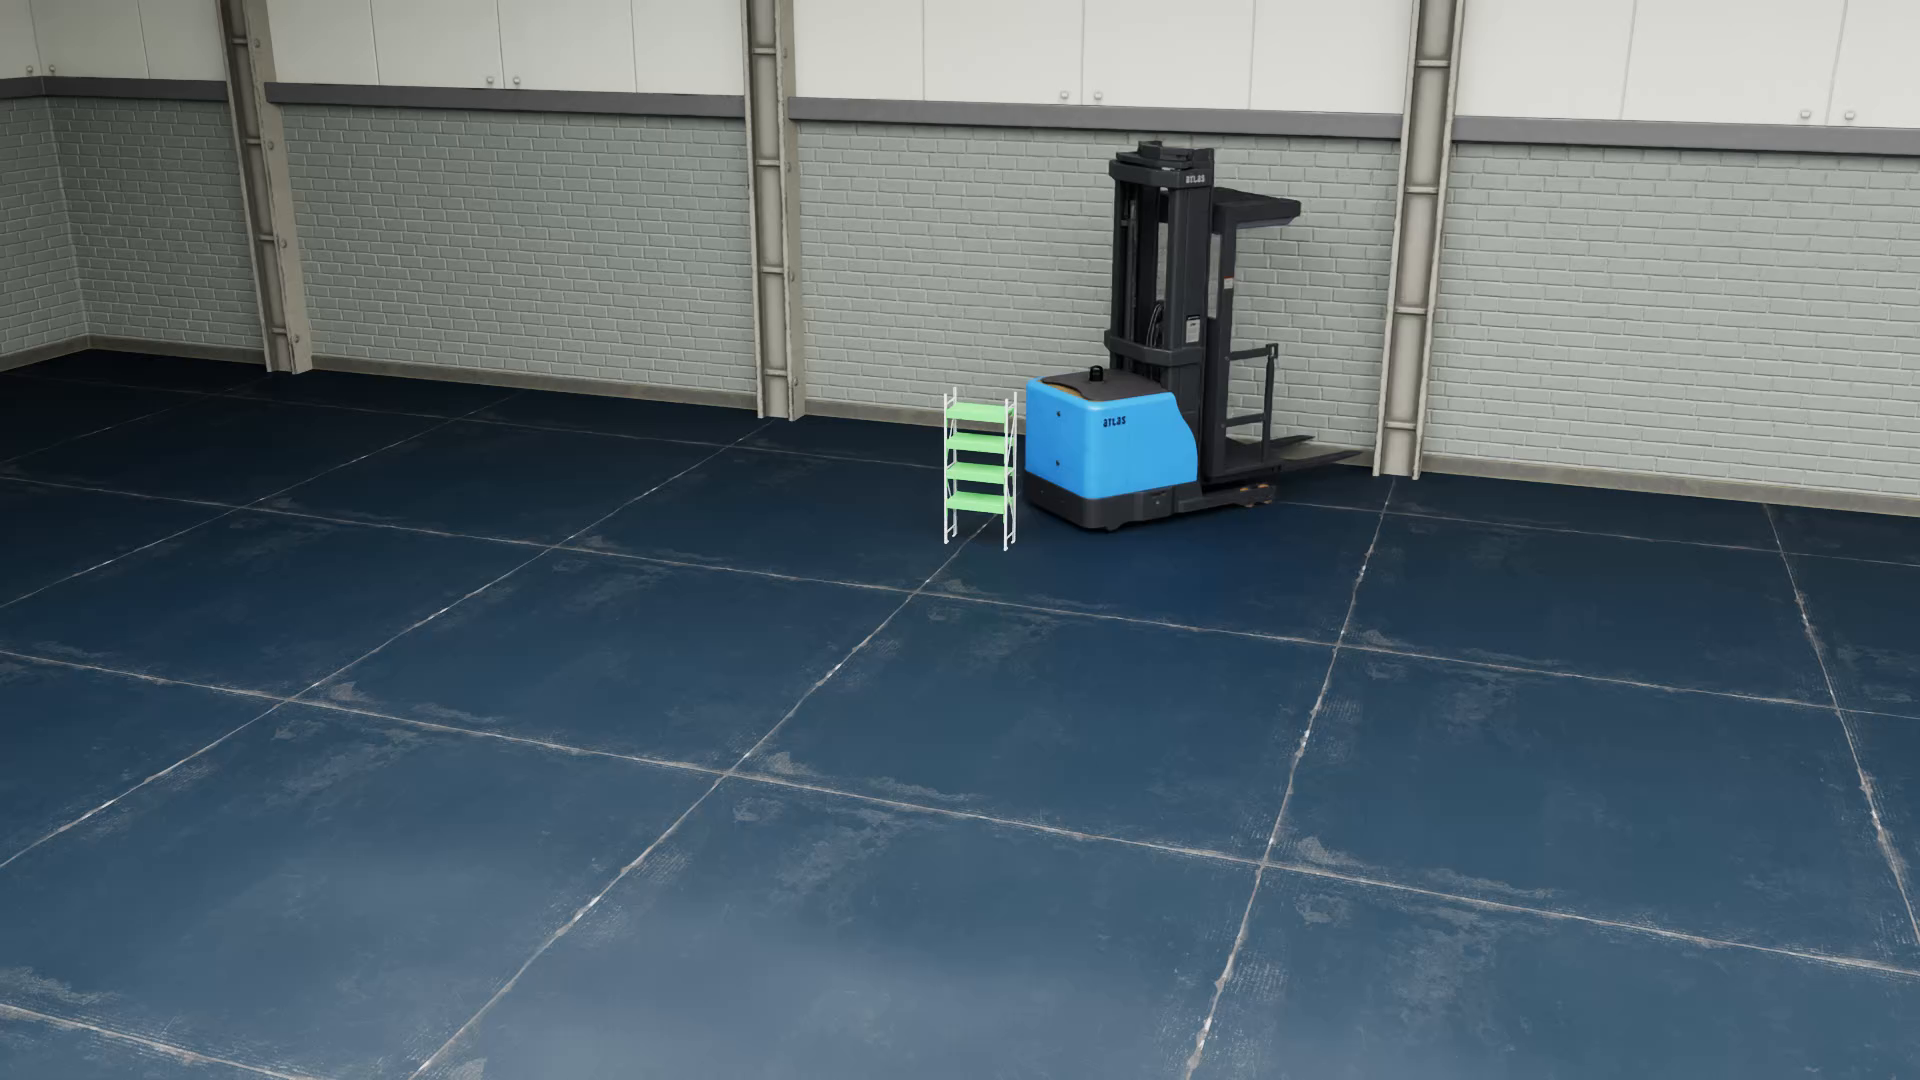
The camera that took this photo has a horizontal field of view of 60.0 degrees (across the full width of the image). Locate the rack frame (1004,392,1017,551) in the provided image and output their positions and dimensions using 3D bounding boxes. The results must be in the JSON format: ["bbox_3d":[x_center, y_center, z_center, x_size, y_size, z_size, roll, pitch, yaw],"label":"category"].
[{"bbox_3d":[0.387,-0.522,12.752,0.015,1.200,0.240,7,20,18],"label":"rack frame"}]

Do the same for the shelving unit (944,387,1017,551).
[{"bbox_3d":[0.156,-0.549,12.827,0.503,1.200,0.258,7,20,18],"label":"shelving unit"}]

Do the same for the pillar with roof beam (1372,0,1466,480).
[{"bbox_3d":[2.473,-3.508,9.470,0.400,9.000,9.100,7,20,18],"label":"pillar with roof beam"}]

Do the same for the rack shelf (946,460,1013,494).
[{"bbox_3d":[0.156,-0.488,12.848,0.480,0.148,0.258,7,20,18],"label":"rack shelf"}]

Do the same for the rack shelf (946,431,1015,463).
[{"bbox_3d":[0.156,-0.715,12.769,0.480,0.148,0.258,7,20,18],"label":"rack shelf"}]

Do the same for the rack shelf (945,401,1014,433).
[{"bbox_3d":[0.156,-0.942,12.690,0.480,0.148,0.258,7,20,18],"label":"rack shelf"}]

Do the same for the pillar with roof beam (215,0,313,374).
[{"bbox_3d":[-8.863,-4.805,13.188,0.400,9.000,9.100,7,20,18],"label":"pillar with roof beam"}]

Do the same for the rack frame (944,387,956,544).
[{"bbox_3d":[-0.074,-0.575,12.903,0.015,1.200,0.240,7,20,18],"label":"rack frame"}]

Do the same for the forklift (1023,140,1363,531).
[{"bbox_3d":[2.062,-1.792,13.764,3.031,2.935,1.130,-11,22,-28],"label":"forklift"}]

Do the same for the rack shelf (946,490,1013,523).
[{"bbox_3d":[0.156,-0.262,12.927,0.480,0.148,0.258,7,20,18],"label":"rack shelf"}]

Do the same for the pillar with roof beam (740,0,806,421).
[{"bbox_3d":[-3.195,-4.157,11.329,0.400,9.000,9.100,7,20,18],"label":"pillar with roof beam"}]
